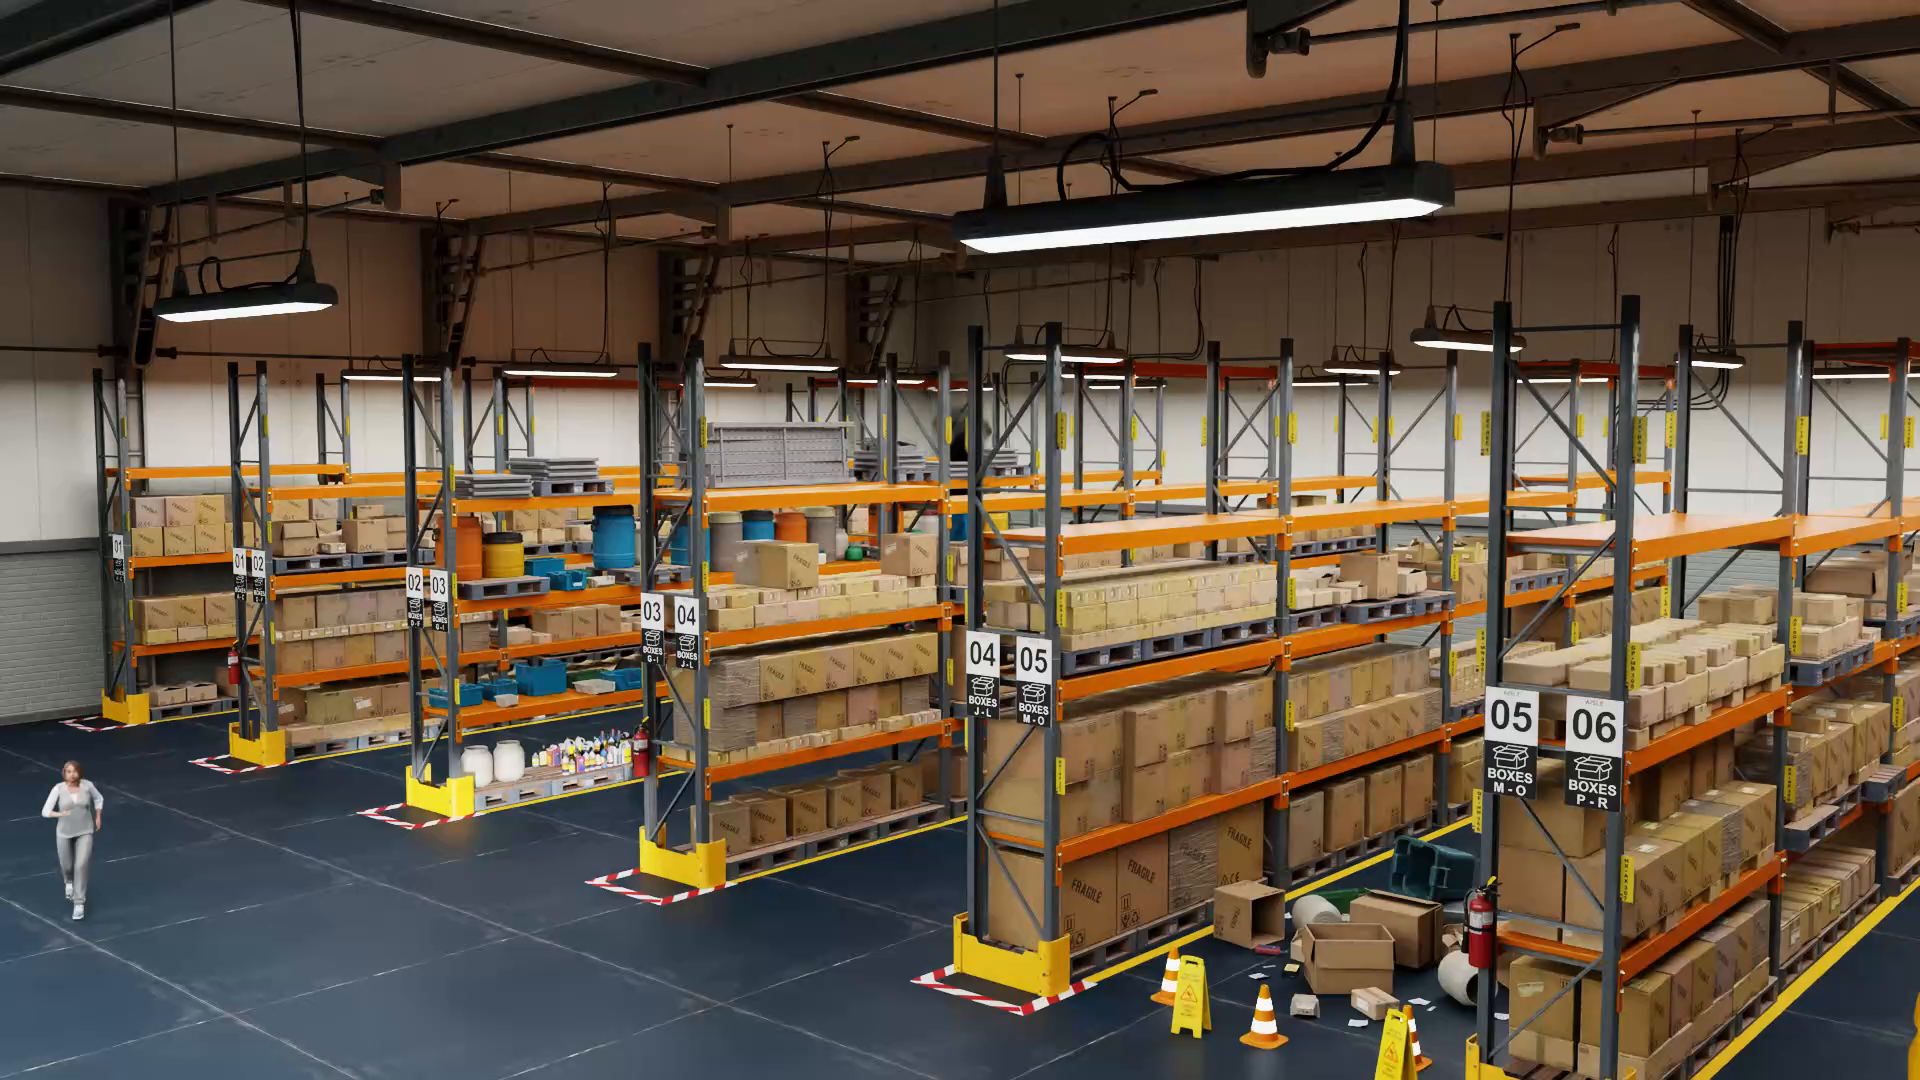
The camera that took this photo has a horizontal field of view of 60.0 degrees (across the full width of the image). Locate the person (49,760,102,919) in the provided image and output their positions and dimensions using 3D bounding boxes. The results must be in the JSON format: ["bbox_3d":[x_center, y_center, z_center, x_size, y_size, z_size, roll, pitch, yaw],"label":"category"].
[{"bbox_3d":[-9.230,3.074,17.335,0.534,1.587,0.852,-2,5,-29],"label":"person"}]

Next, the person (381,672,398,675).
[{"bbox_3d":[-9.884,2.239,28.884,0.568,1.675,0.869,3,5,35],"label":"person"}]
